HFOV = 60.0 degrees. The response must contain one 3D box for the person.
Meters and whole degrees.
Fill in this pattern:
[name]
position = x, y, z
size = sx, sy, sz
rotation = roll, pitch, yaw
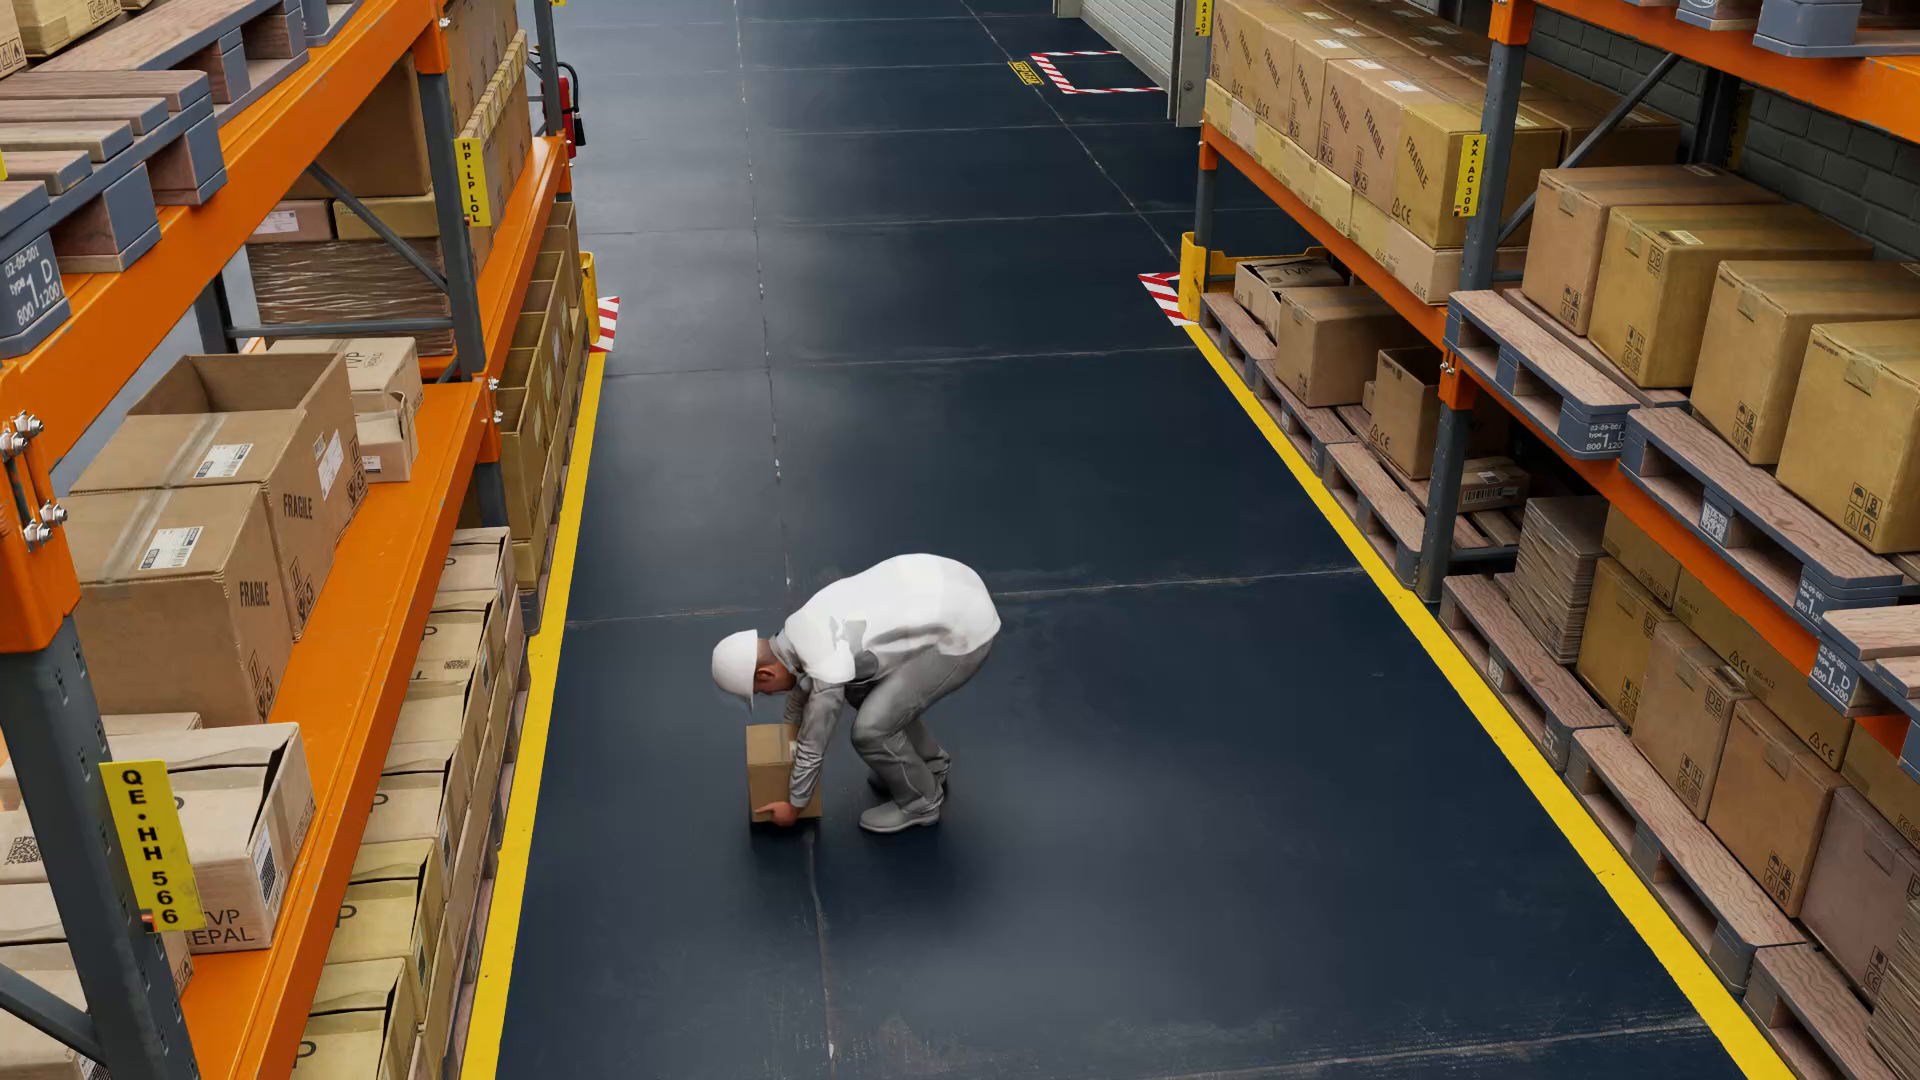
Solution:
[person]
position = -0.366, 0.545, 5.881
size = 0.996, 0.988, 0.495
rotation = -5, 27, -10
